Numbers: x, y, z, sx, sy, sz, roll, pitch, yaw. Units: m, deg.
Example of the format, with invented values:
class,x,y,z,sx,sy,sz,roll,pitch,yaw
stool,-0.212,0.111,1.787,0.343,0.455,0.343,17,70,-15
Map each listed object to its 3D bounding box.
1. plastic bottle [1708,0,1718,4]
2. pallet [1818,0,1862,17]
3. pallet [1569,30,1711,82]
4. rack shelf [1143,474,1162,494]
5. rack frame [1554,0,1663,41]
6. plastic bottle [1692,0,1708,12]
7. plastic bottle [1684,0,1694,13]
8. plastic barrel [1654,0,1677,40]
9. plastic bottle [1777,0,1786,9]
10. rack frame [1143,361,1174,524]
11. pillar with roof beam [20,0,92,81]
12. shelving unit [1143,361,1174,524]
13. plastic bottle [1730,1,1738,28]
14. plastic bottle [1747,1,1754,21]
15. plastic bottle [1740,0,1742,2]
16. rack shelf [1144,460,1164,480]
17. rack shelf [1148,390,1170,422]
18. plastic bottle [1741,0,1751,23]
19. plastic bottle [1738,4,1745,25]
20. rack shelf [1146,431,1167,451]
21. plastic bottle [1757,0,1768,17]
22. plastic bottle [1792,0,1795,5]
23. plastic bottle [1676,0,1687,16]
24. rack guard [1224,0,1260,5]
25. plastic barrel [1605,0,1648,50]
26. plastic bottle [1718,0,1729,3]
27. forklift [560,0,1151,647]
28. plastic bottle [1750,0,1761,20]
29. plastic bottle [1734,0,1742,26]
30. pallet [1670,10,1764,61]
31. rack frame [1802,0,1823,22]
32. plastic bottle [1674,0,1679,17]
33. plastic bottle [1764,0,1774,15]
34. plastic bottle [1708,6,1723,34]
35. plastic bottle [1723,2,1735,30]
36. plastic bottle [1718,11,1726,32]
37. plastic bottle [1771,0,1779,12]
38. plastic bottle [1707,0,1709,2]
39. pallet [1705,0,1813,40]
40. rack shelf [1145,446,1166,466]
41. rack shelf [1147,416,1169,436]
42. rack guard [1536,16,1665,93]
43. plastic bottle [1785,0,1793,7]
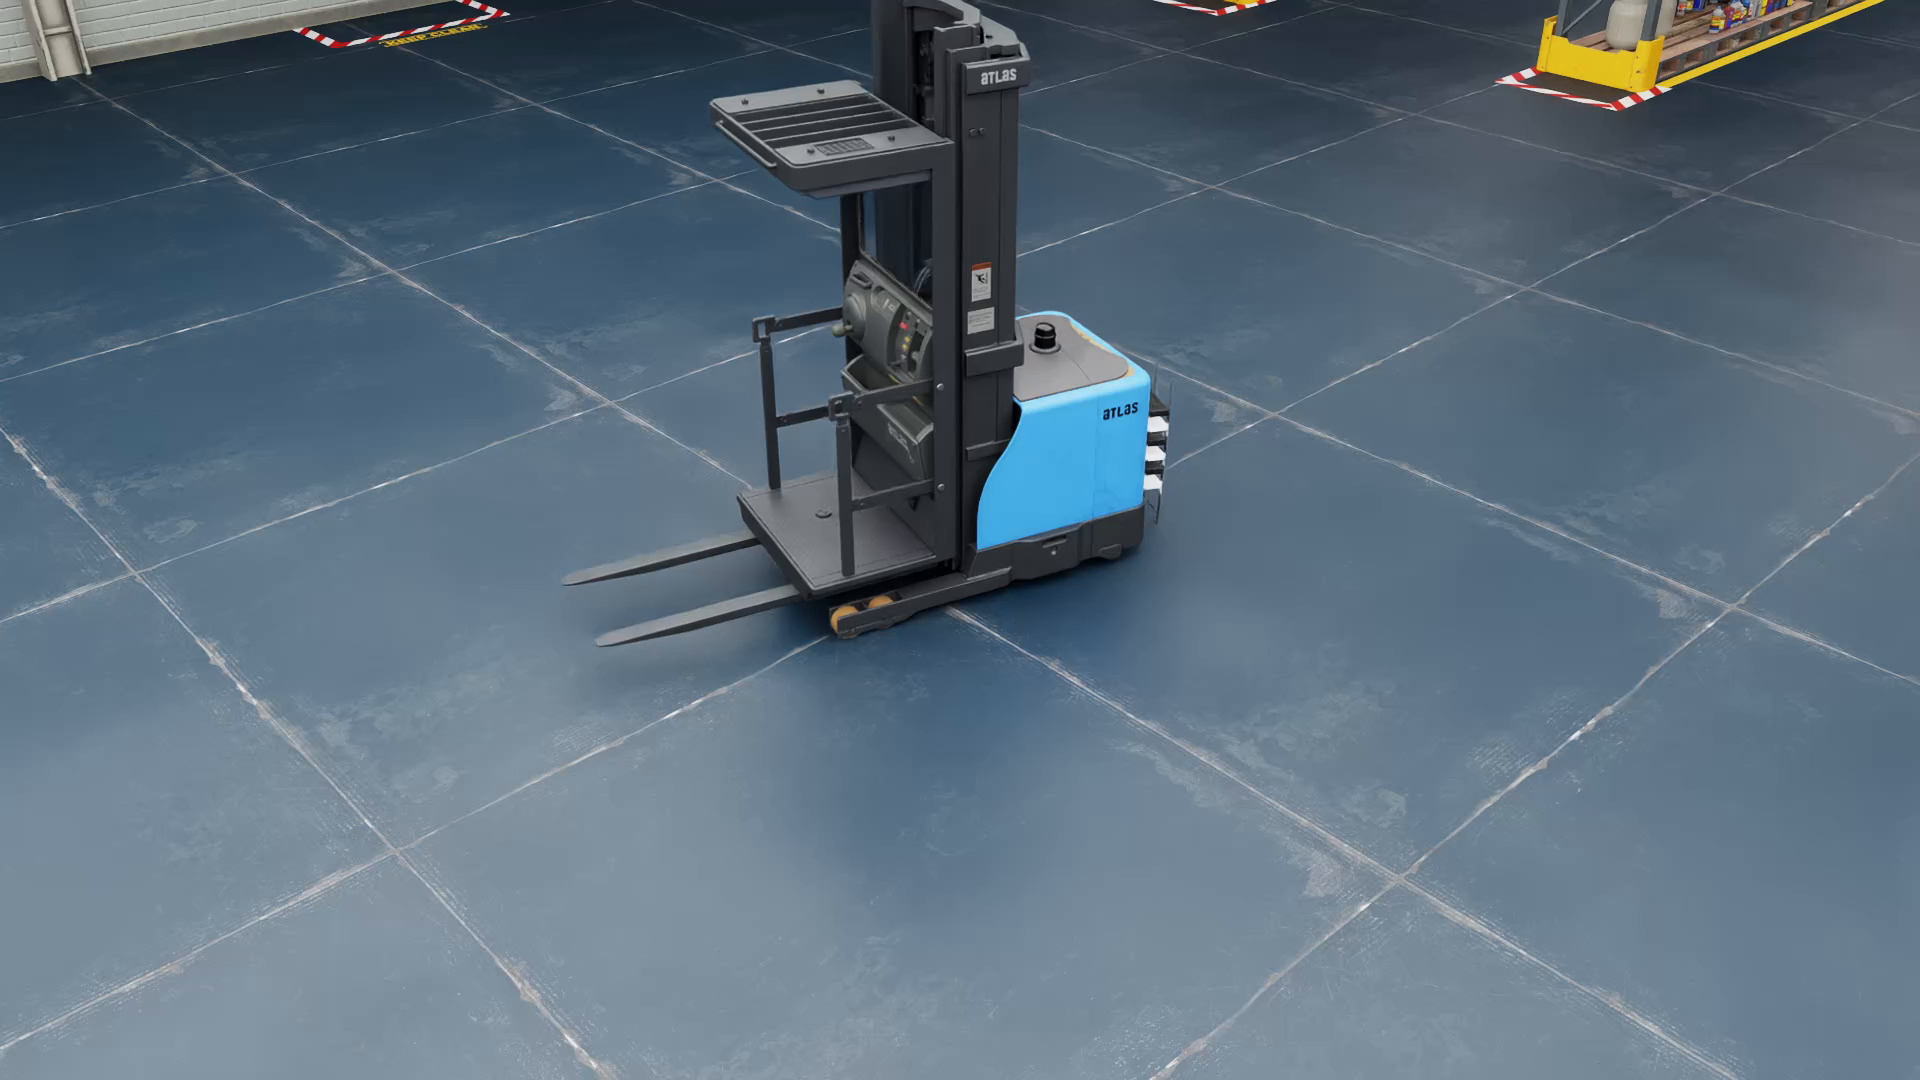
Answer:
class,x,y,z,sx,sy,sz,roll,pitch,yaw
plastic bottle,8.477,-6.165,18.650,0.097,0.271,0.097,0,31,0
pallet,9.925,-6.470,19.629,1.213,0.211,1.003,-26,40,-35
pallet,7.065,-5.089,17.370,1.213,0.211,1.003,-26,40,-35
rack shelf,0.994,-0.340,9.345,0.200,0.077,0.258,-7,32,-15
rack frame,6.442,-5.948,16.101,0.127,3.000,1.000,-26,40,-35
plastic bottle,8.170,-5.999,18.374,0.135,0.276,0.152,-26,40,-35
plastic bottle,8.029,-5.918,18.314,0.097,0.201,0.097,0,31,0
plastic barrel,7.241,-5.506,17.361,0.421,0.512,0.421,0,31,0
plastic bottle,9.099,-6.085,18.444,0.185,0.351,0.144,-27,41,-37
rack frame,1.098,-0.535,9.263,0.006,0.900,0.240,-7,32,-15
pillar with roof beam,-6.241,-6.973,12.027,0.400,9.000,9.100,-26,40,-35
shelving unit,1.001,-0.523,9.236,0.210,0.900,0.258,-7,32,-15
plastic bottle,8.235,-5.617,17.754,0.097,0.271,0.097,0,31,0
plastic bottle,8.532,-5.730,18.007,0.097,0.201,0.097,0,31,0
plastic bottle,8.527,-5.858,18.137,0.133,0.283,0.061,-26,40,-35
rack shelf,0.997,-0.417,9.299,0.200,0.077,0.258,-7,32,-15
rack shelf,1.008,-0.726,9.114,0.200,0.077,0.258,-7,32,-15
plastic bottle,8.457,-5.724,17.929,0.097,0.271,0.097,0,31,0
plastic bottle,8.381,-5.658,17.887,0.097,0.201,0.097,0,31,0
rack shelf,1.003,-0.571,9.206,0.200,0.077,0.258,-7,32,-15
plastic bottle,8.722,-5.903,18.145,0.185,0.351,0.144,-26,40,-36
plastic bottle,9.321,-6.112,18.631,0.097,0.201,0.097,0,31,0
plastic bottle,7.895,-5.848,18.198,0.097,0.201,0.097,0,31,0
rack guard,3.060,-6.769,19.840,0.348,0.500,1.175,-26,40,-35
plastic barrel,6.873,-5.328,17.070,0.421,0.512,0.421,0,31,0
plastic bottle,8.599,-6.241,18.699,0.185,0.351,0.144,-26,40,-35
forklift,-0.546,-1.064,8.180,3.031,2.935,1.130,-15,34,-23
plastic bottle,8.600,-5.815,18.073,0.135,0.276,0.152,-25,39,-35
plastic bottle,8.308,-5.652,17.812,0.097,0.271,0.097,0,31,0
pallet,7.960,-5.520,18.074,1.213,0.211,1.003,-26,40,-35
rack frame,9.375,-7.366,18.421,0.127,3.000,1.000,-26,40,-35
plastic bottle,7.767,-5.834,18.097,0.133,0.283,0.061,-26,40,-35
plastic bottle,8.867,-5.915,18.230,0.133,0.283,0.061,-23,38,-32
plastic bottle,7.984,-5.495,17.555,0.097,0.271,0.097,0,31,0
plastic bottle,8.162,-5.574,17.672,0.133,0.283,0.061,-25,39,-35
plastic bottle,8.060,-5.502,17.633,0.097,0.201,0.097,0,31,0
plastic bottle,8.958,-6.017,18.333,0.144,0.351,0.185,27,40,37
plastic bottle,8.363,-6.229,18.680,0.144,0.351,0.185,27,41,37
pallet,8.855,-5.954,18.785,1.213,0.211,1.003,-26,40,-35
rack shelf,1.000,-0.494,9.253,0.200,0.077,0.258,-7,32,-15
rack shelf,1.006,-0.649,9.160,0.200,0.077,0.258,-7,32,-15
rack guard,6.466,-4.926,16.827,0.348,0.500,1.175,-26,40,-35
plastic bottle,9.247,-6.098,18.530,0.133,0.283,0.061,-24,39,-33
